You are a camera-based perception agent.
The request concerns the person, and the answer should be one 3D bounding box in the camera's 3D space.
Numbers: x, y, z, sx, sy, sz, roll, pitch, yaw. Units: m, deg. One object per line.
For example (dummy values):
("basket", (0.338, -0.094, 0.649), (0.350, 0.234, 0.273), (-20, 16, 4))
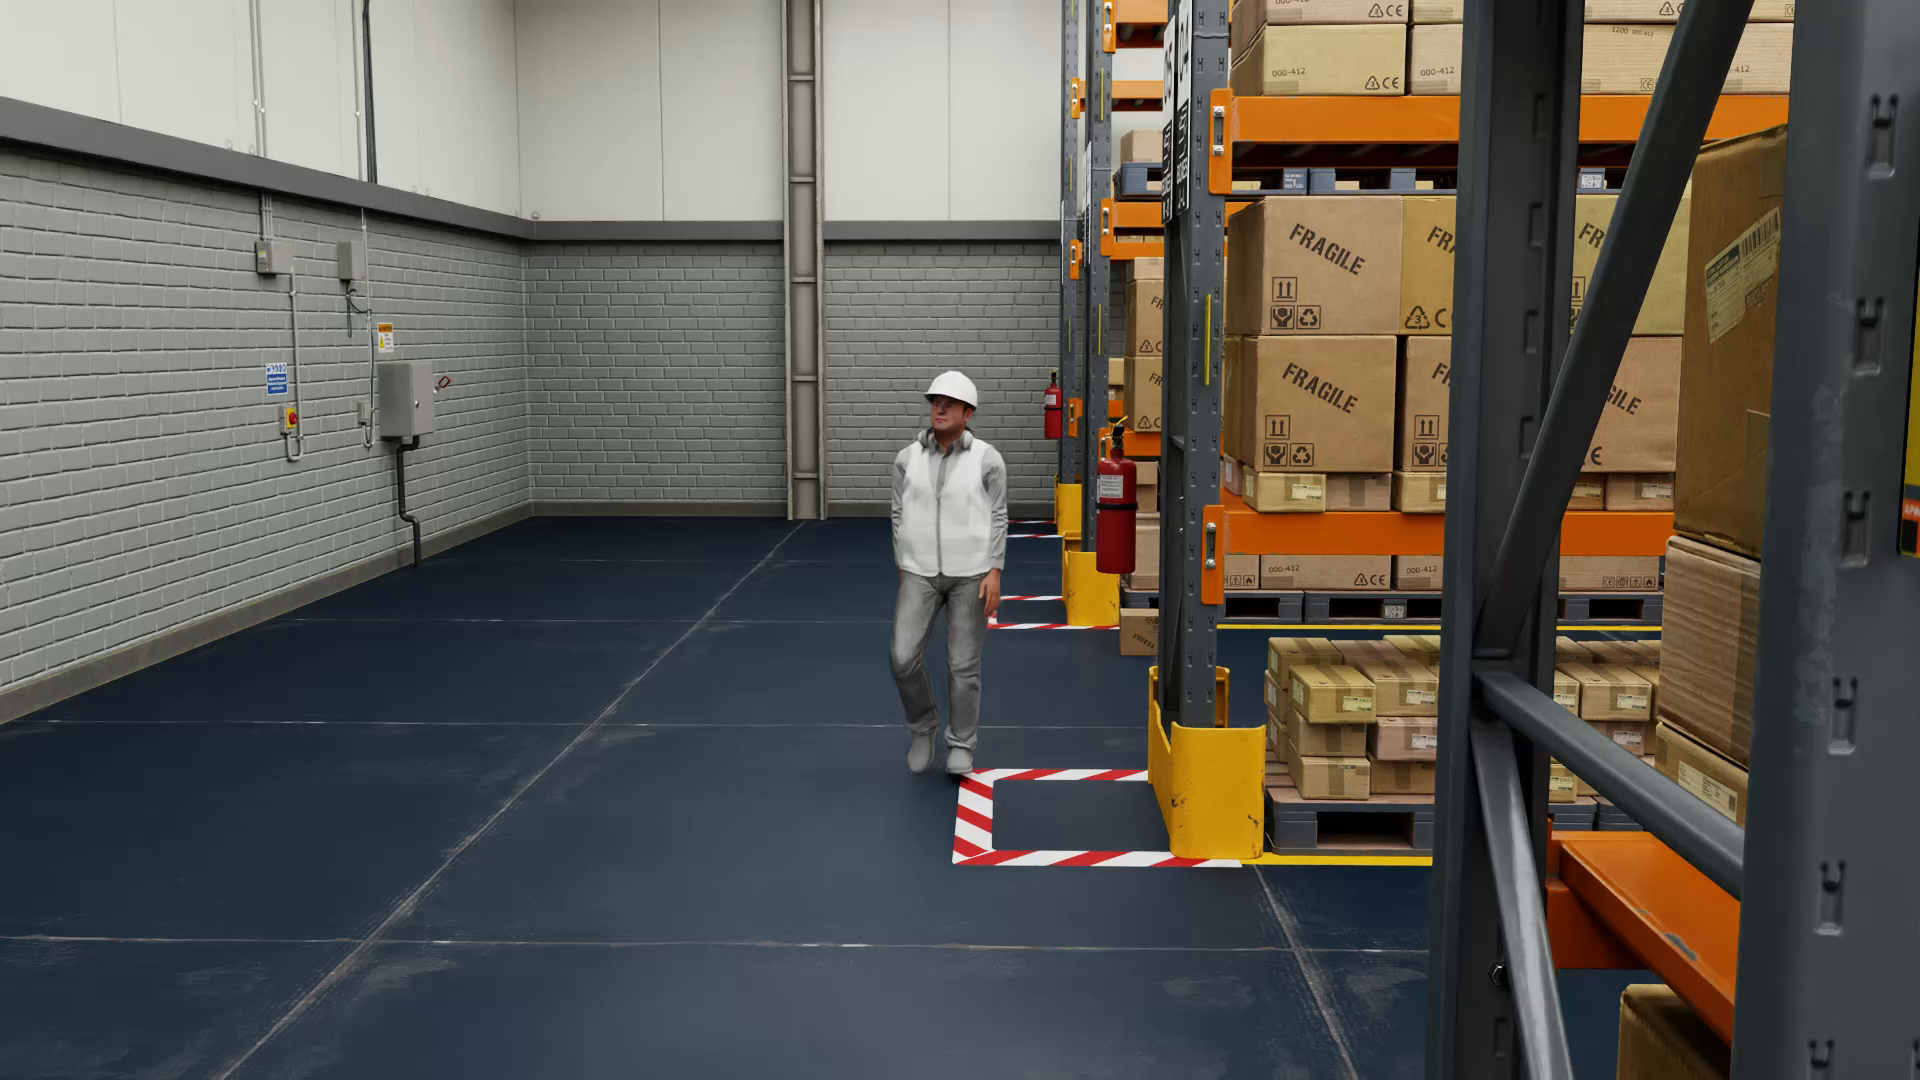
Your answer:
("person", (-0.063, 0.165, 7.267), (0.536, 1.797, 0.454), (1, 7, 10))
